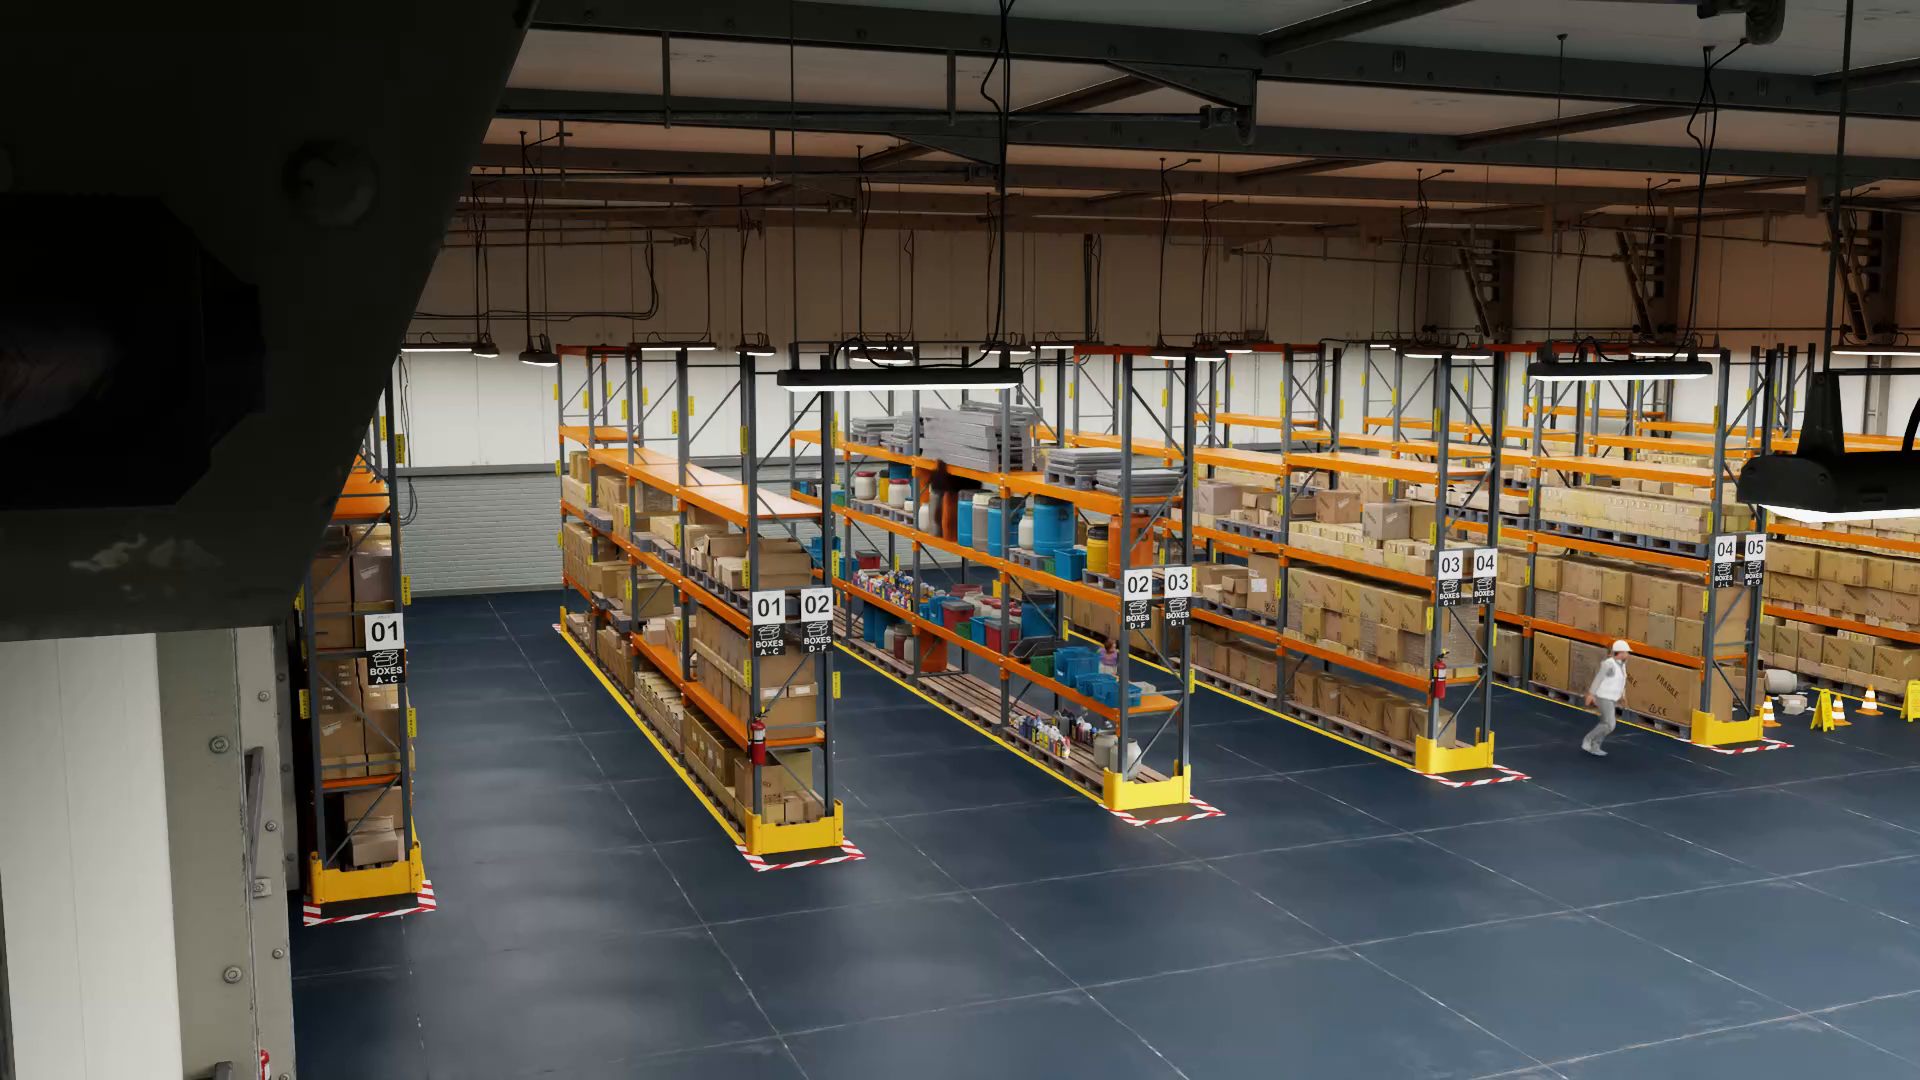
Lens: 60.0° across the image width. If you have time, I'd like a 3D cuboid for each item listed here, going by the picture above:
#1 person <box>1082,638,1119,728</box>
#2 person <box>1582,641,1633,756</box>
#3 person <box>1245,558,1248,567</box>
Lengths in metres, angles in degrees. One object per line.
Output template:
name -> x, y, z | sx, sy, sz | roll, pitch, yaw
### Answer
person -> 2.241, 2.231, 26.697 | 0.521, 1.447, 0.981 | -3, 8, -19
person -> 9.622, 2.354, 24.709 | 0.599, 1.750, 0.692 | 6, 9, 39
person -> 7.577, 0.086, 42.428 | 0.883, 1.713, 0.570 | -5, 9, -33
